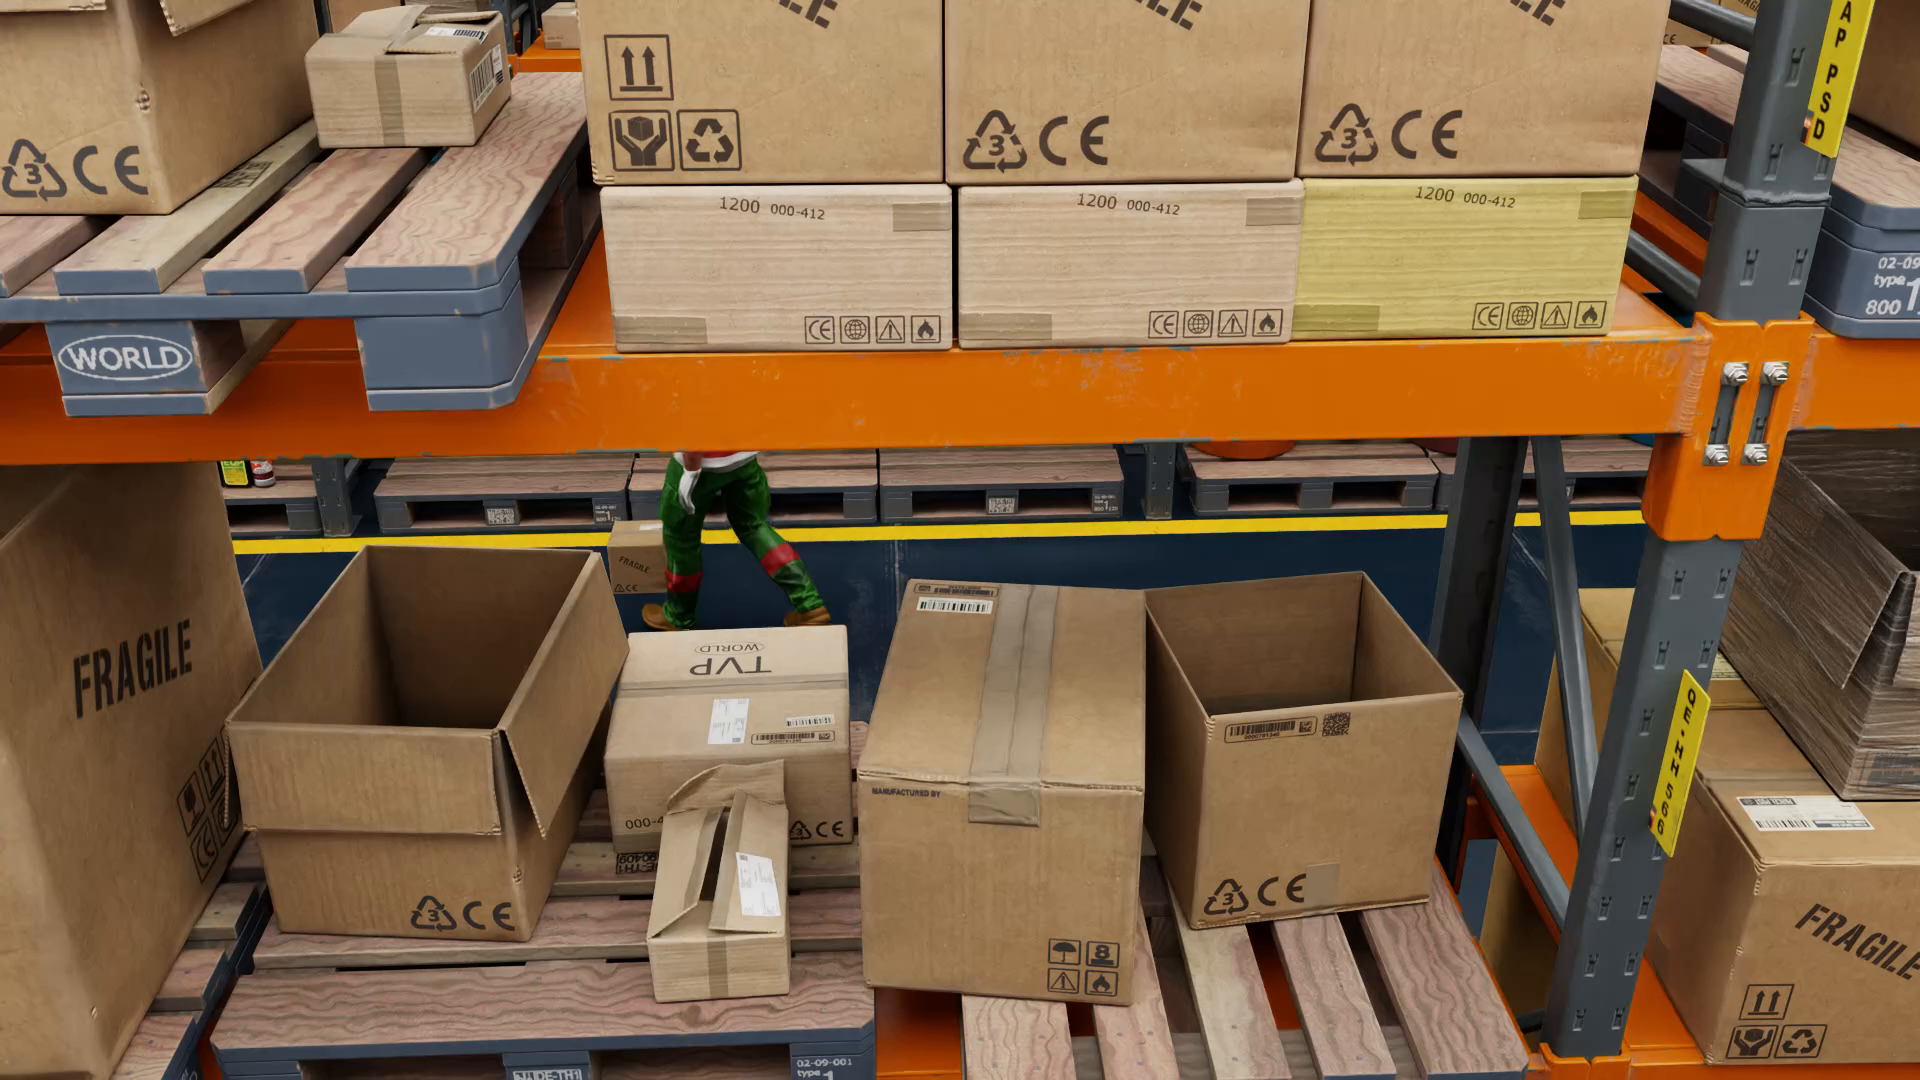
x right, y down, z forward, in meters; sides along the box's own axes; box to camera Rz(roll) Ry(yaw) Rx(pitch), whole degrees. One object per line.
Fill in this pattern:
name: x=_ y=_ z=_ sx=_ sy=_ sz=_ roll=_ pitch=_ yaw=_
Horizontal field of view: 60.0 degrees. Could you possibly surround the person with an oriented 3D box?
person: x=-0.980 y=-0.358 z=6.780 sx=0.884 sy=1.765 sz=0.549 roll=19 pitch=33 yaw=32
